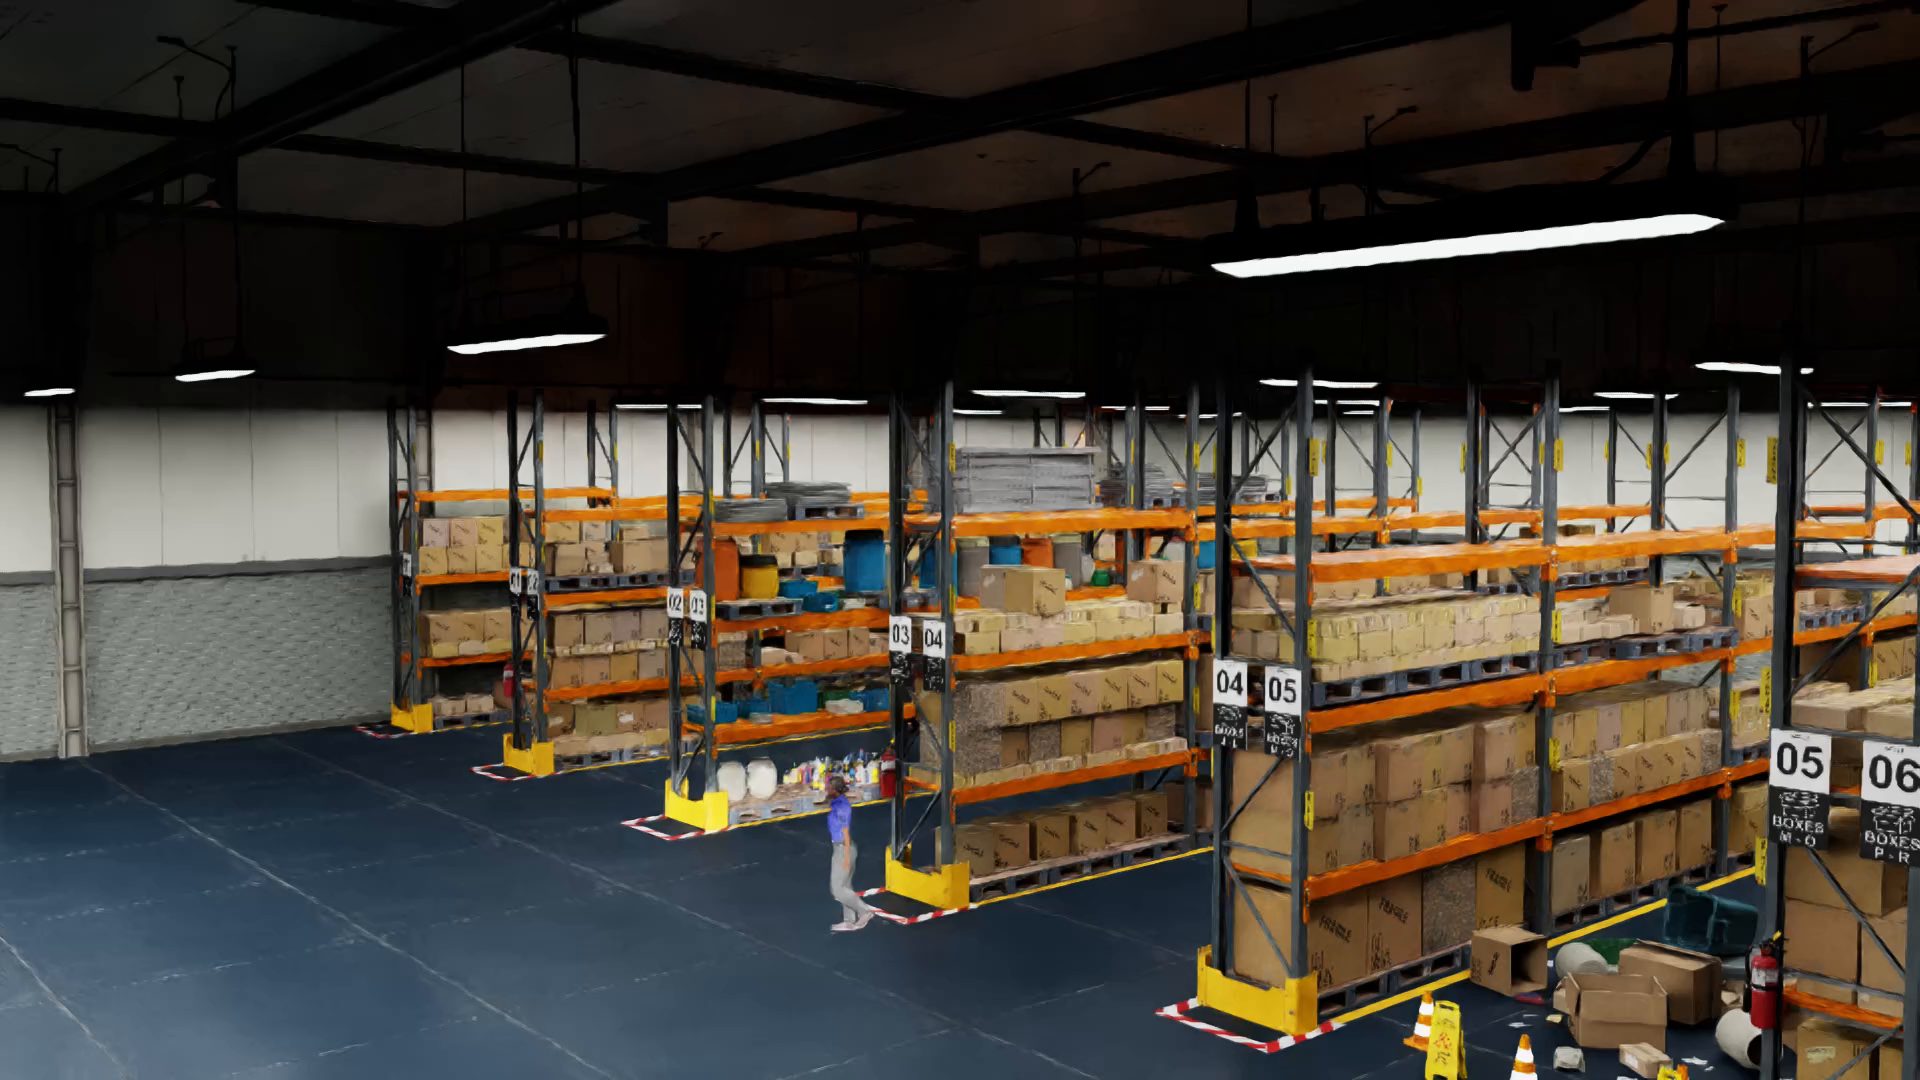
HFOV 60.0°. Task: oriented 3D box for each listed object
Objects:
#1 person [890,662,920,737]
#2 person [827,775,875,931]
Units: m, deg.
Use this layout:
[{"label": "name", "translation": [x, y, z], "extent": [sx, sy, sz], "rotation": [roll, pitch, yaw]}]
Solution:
[{"label": "person", "translation": [-0.983, 2.662, 29.219], "extent": [0.478, 1.567, 0.999], "rotation": [3, 4, 41]}, {"label": "person", "translation": [-1.157, 3.379, 17.580], "extent": [0.511, 1.529, 0.524], "rotation": [0, 3, -2]}]
